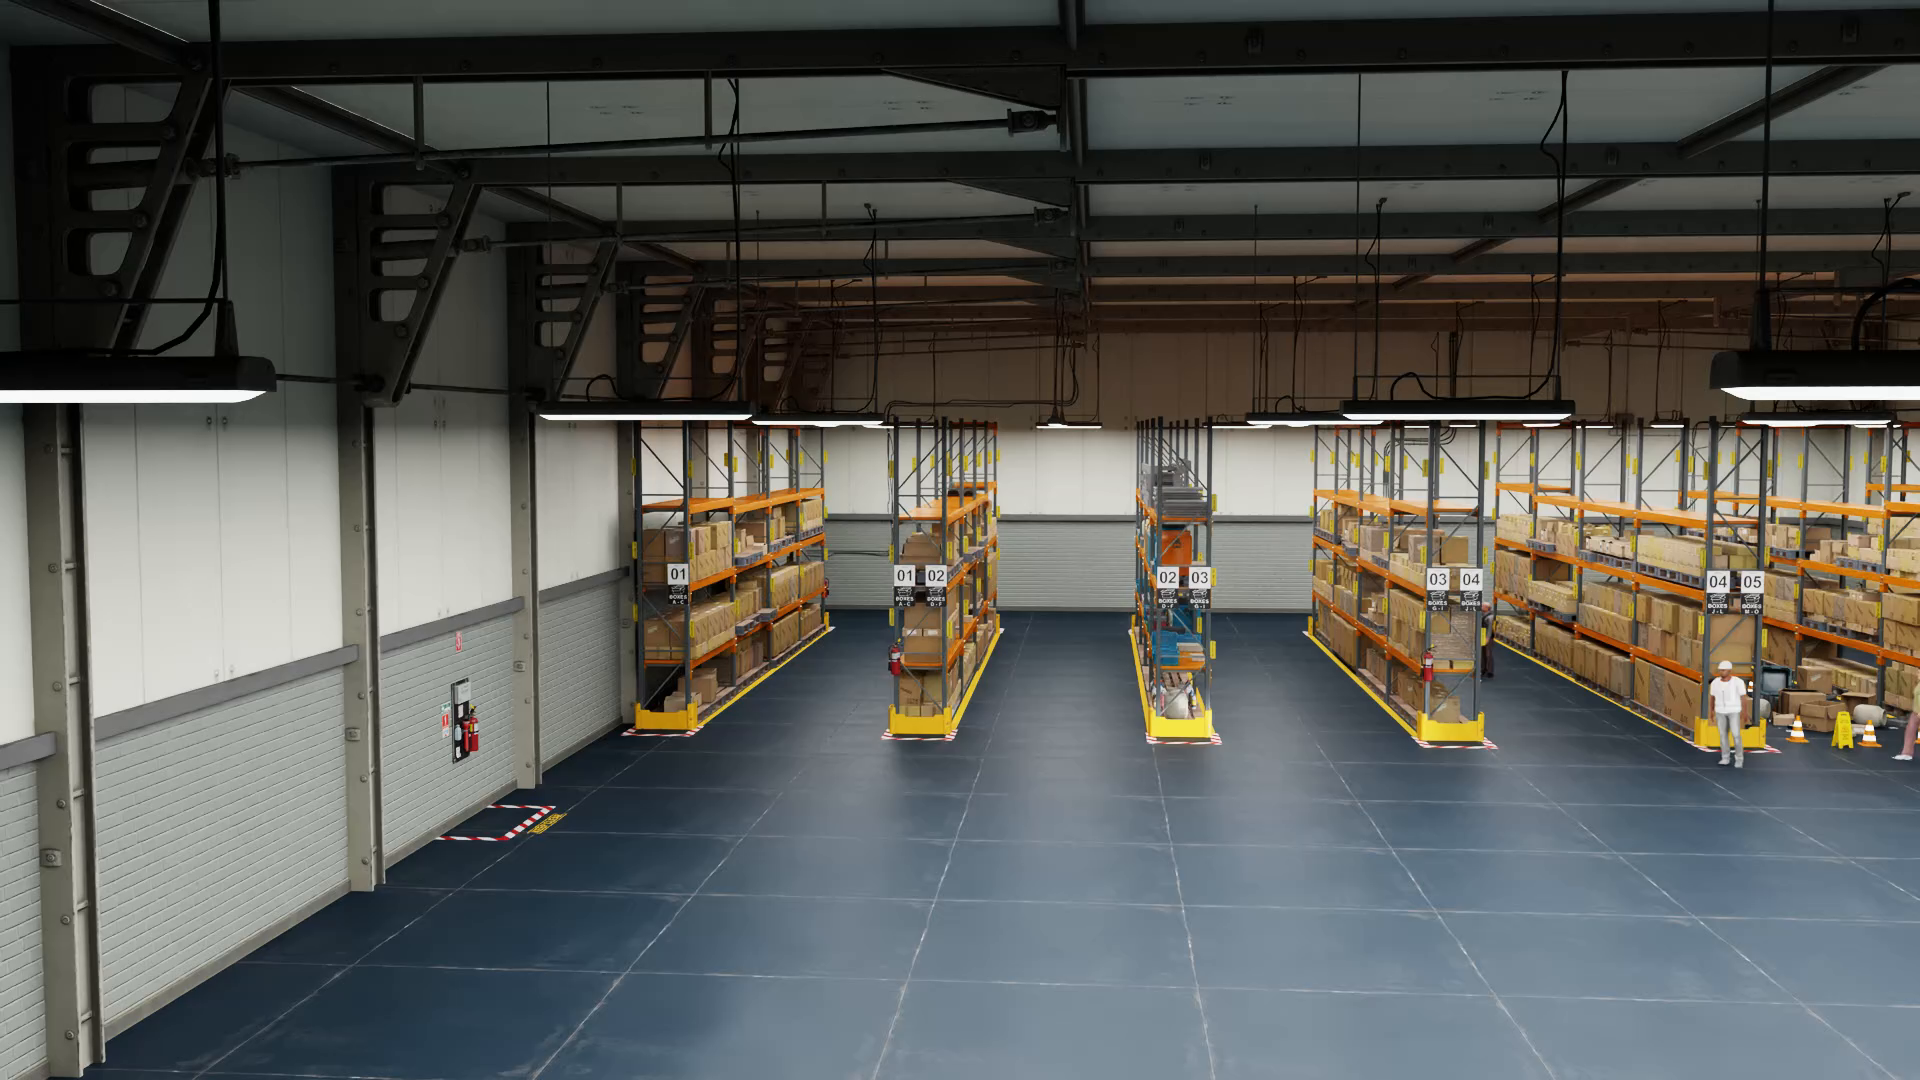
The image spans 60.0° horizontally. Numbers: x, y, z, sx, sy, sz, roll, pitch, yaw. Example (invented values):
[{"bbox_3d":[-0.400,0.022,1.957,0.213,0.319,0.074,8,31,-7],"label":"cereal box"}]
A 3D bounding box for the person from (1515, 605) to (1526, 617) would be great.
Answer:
[{"bbox_3d":[16.515,1.627,48.905,0.489,1.765,0.541,-3,5,-37],"label":"person"}]

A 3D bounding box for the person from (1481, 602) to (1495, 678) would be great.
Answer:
[{"bbox_3d":[12.294,2.334,38.884,0.390,1.751,0.520,-2,4,-23],"label":"person"}]

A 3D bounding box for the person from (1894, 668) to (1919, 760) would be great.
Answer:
[{"bbox_3d":[16.761,3.012,28.869,0.983,1.638,0.419,-1,4,-17],"label":"person"}]

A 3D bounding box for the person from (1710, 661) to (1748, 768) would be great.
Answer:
[{"bbox_3d":[13.181,2.982,28.565,0.392,1.802,0.635,-4,5,-44],"label":"person"}]
